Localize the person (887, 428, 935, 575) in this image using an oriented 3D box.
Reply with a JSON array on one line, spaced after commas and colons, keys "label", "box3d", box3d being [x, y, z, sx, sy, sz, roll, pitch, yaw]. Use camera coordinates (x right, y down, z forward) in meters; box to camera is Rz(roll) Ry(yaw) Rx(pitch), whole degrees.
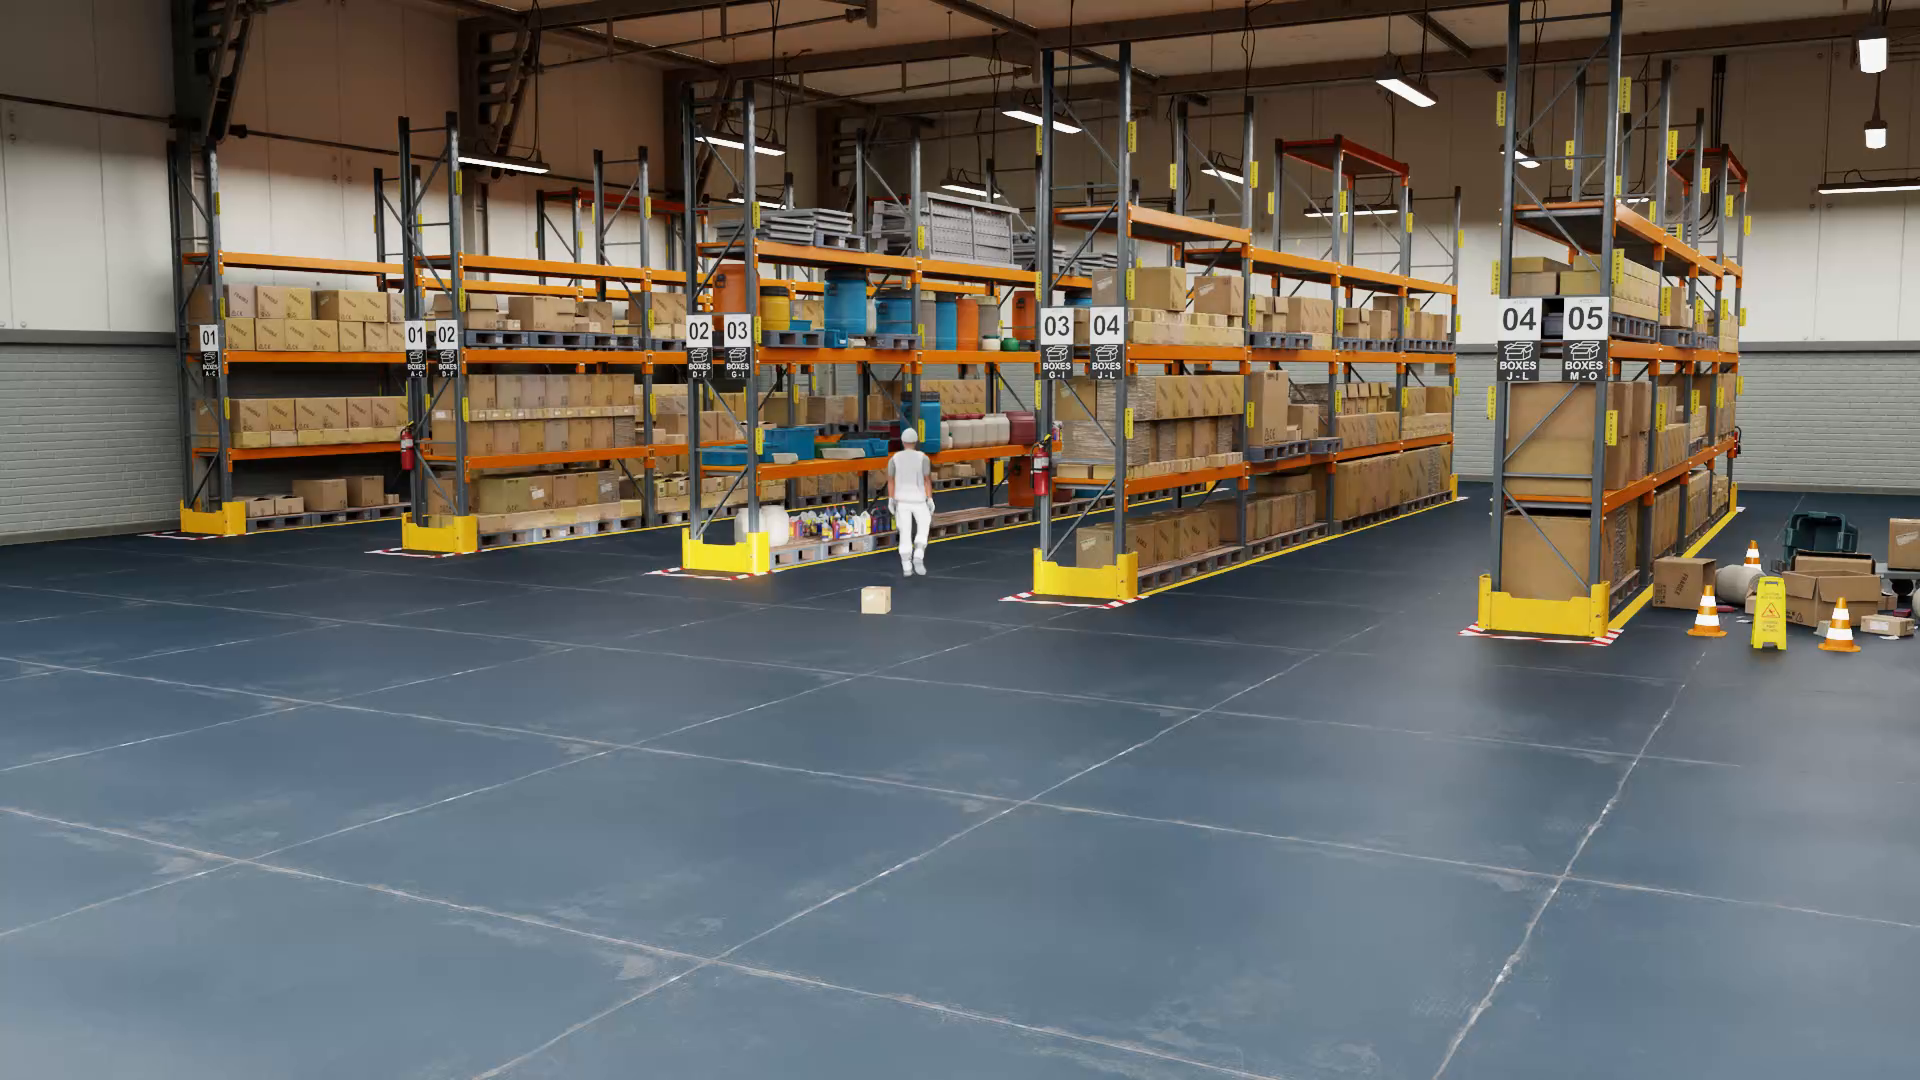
[{"label": "person", "box3d": [-0.592, -0.466, 20.275, 0.581, 1.801, 0.447, 0, 6, 2]}]
